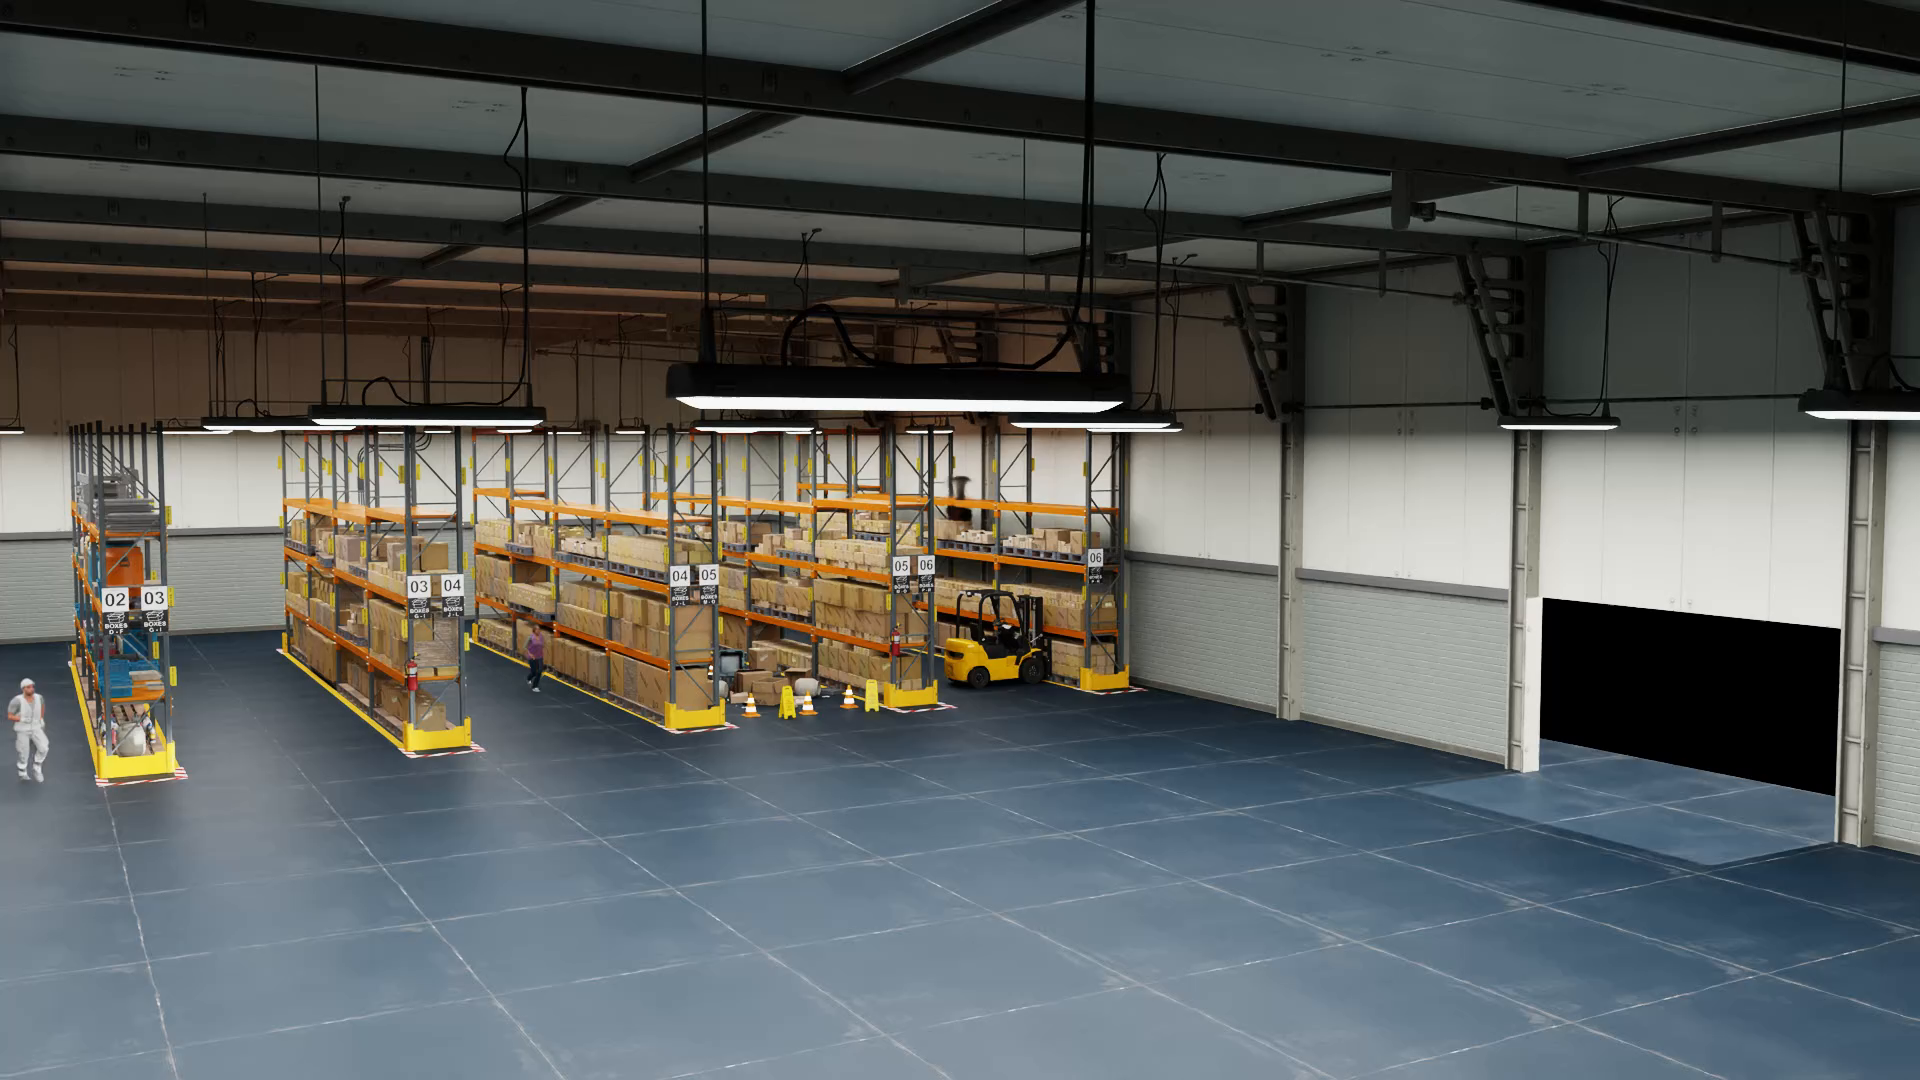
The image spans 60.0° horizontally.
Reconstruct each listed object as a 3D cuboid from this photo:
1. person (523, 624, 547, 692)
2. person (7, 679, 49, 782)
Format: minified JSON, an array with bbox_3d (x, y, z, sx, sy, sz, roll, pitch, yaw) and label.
[{"bbox_3d":[-9.581,2.654,37.418,0.539,1.535,0.534,-3,4,-37],"label":"person"},{"bbox_3d":[-15.360,3.146,27.437,0.772,1.742,0.647,3,5,42],"label":"person"}]
